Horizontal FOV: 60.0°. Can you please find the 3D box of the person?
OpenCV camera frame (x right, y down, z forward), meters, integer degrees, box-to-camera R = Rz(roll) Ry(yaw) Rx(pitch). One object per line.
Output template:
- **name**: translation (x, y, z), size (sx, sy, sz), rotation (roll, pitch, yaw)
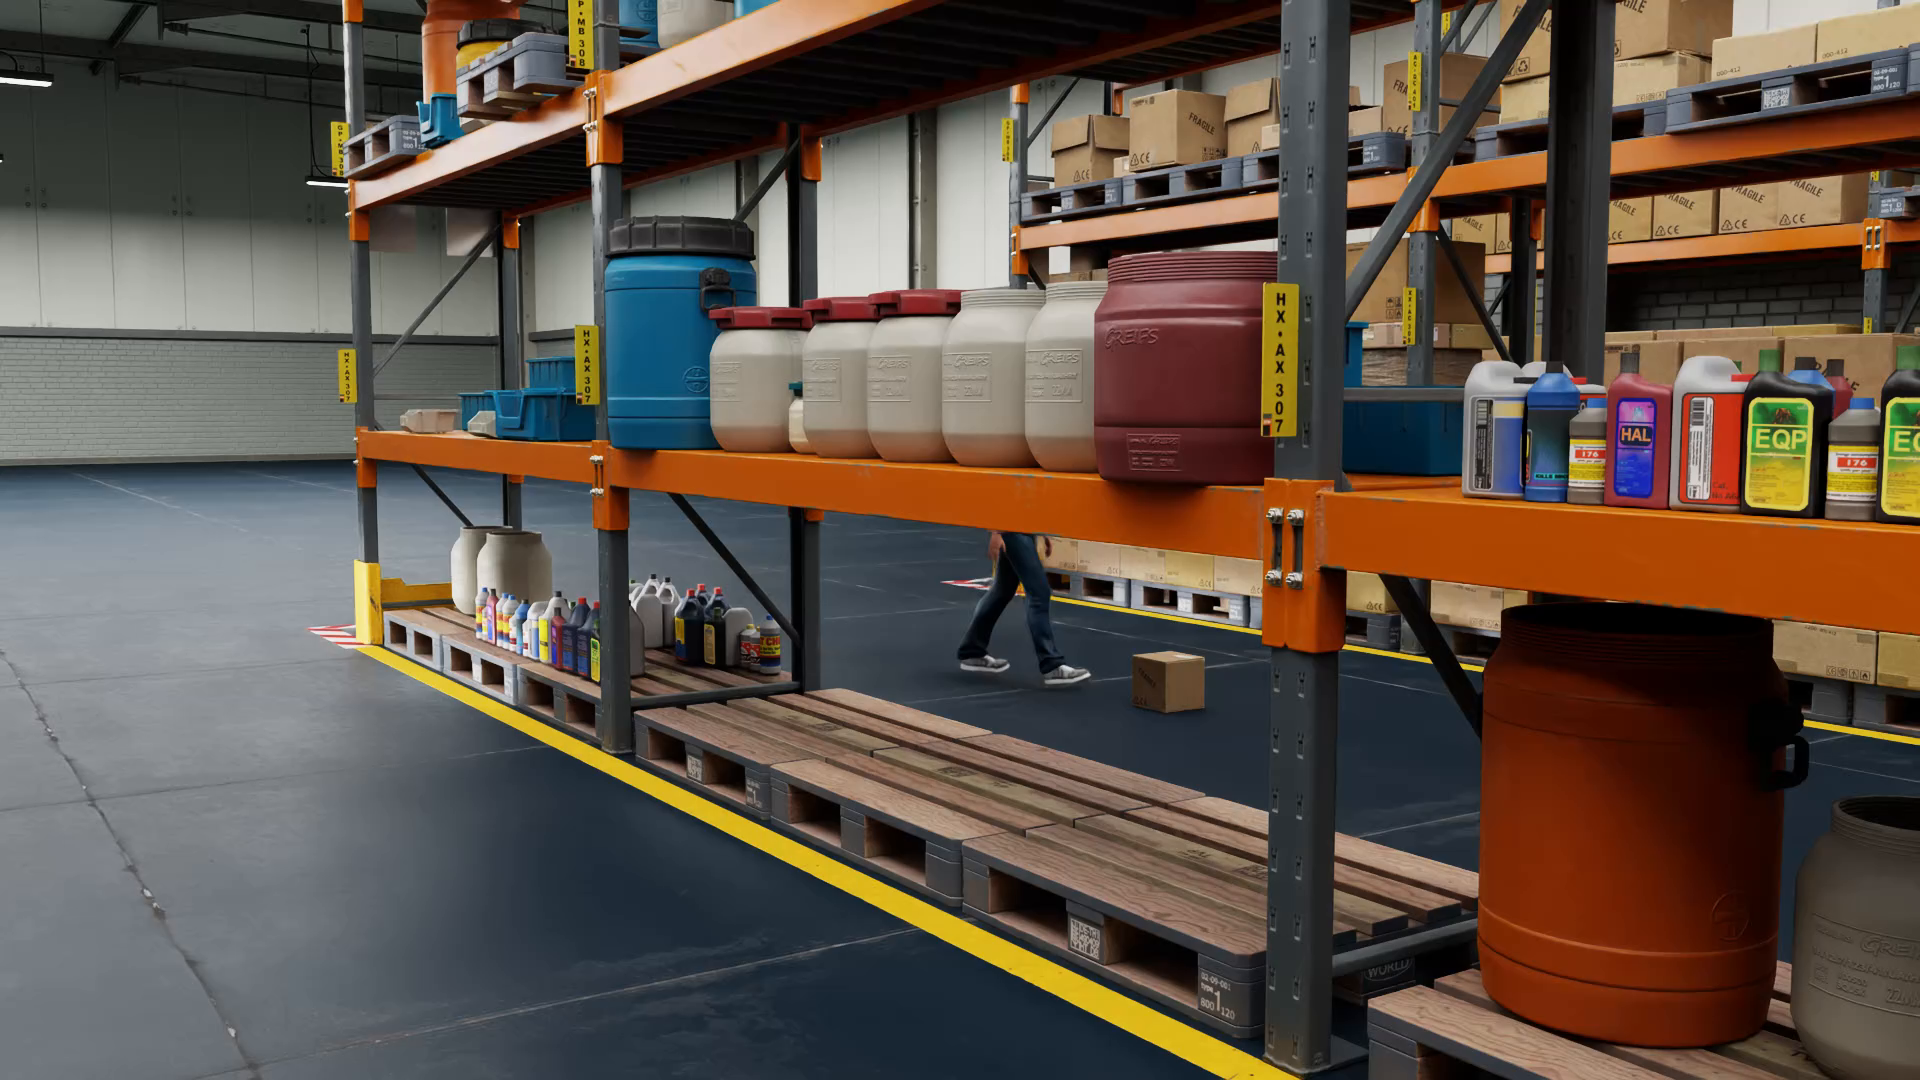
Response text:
- **person**: translation (0.356, -0.042, 8.742), size (0.808, 1.553, 0.455), rotation (2, 5, 21)
